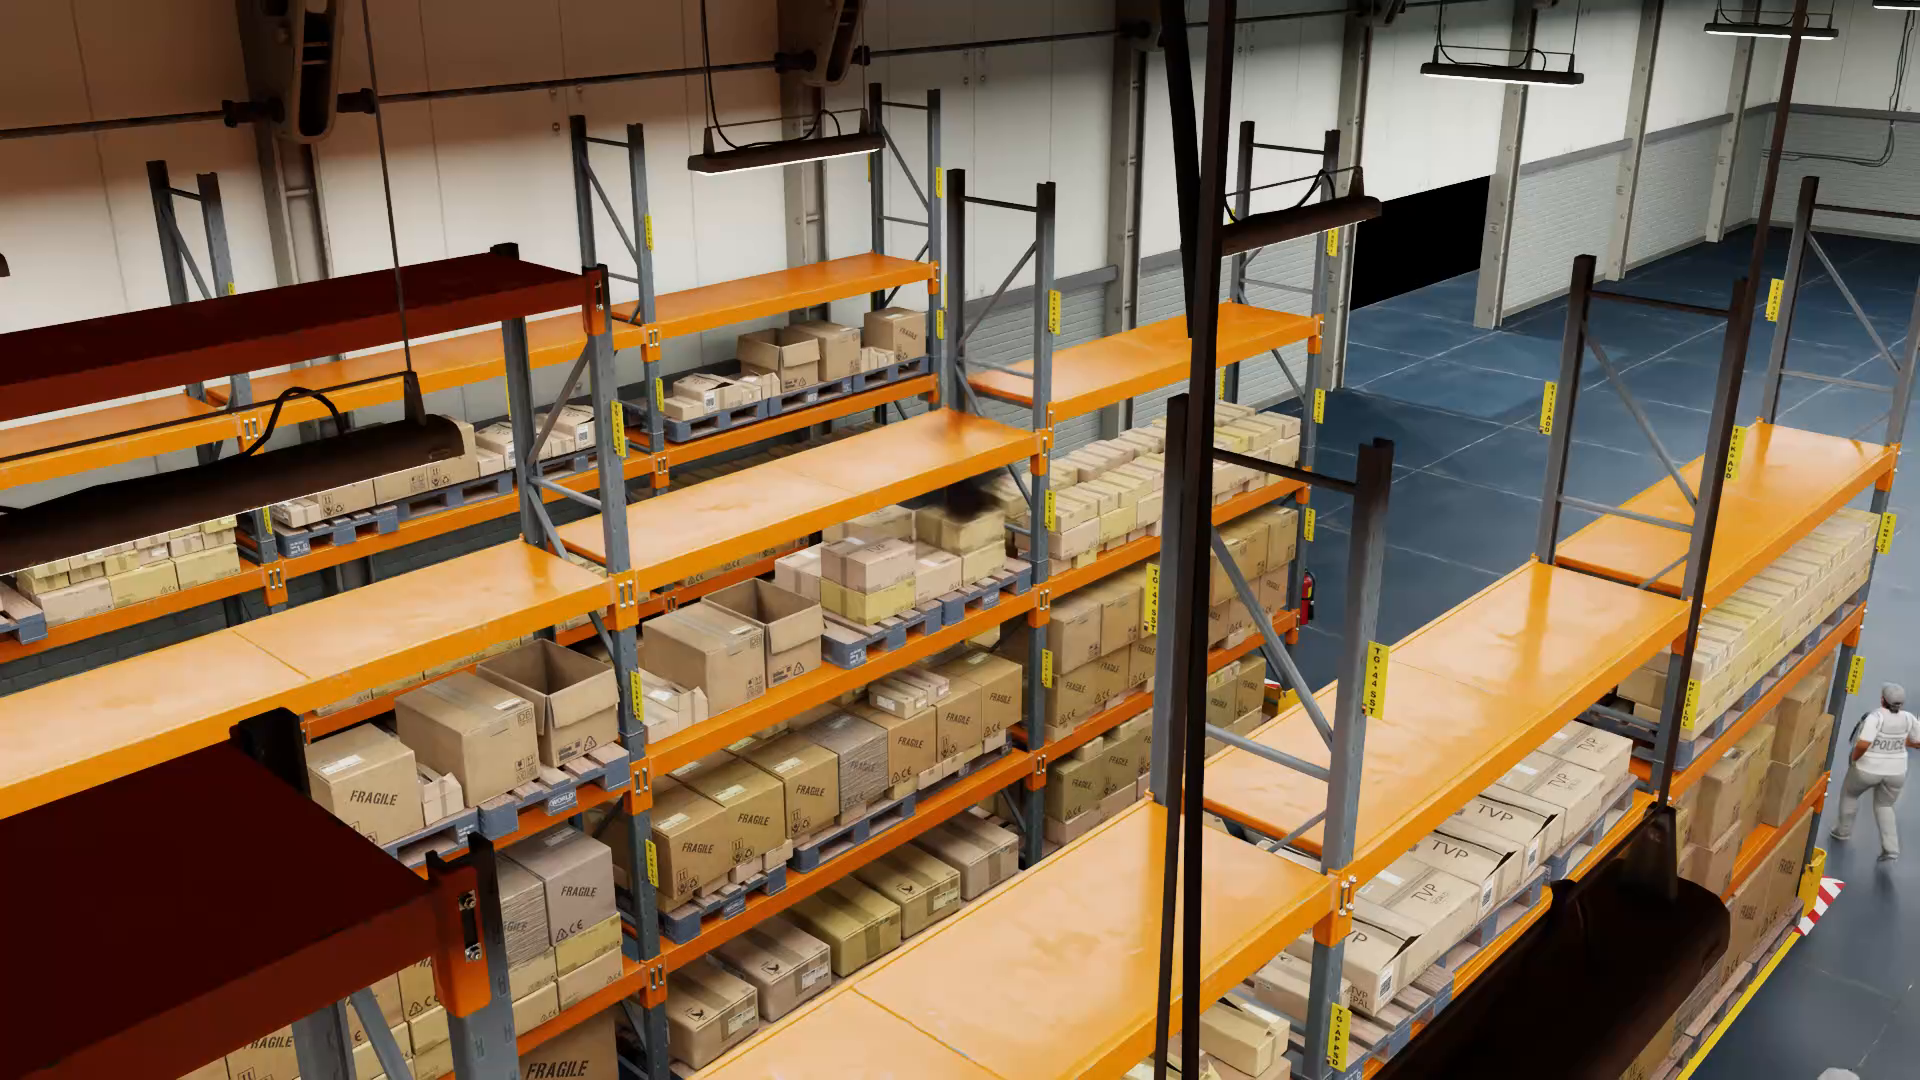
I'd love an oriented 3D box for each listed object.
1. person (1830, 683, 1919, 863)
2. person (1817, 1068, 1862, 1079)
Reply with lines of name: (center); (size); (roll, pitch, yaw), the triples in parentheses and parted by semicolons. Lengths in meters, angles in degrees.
person: (8.015, 2.024, 14.512); (0.614, 1.672, 0.827); (3, 21, 7)
person: (5.050, 3.854, 9.763); (0.576, 1.749, 0.729); (13, 25, 30)
